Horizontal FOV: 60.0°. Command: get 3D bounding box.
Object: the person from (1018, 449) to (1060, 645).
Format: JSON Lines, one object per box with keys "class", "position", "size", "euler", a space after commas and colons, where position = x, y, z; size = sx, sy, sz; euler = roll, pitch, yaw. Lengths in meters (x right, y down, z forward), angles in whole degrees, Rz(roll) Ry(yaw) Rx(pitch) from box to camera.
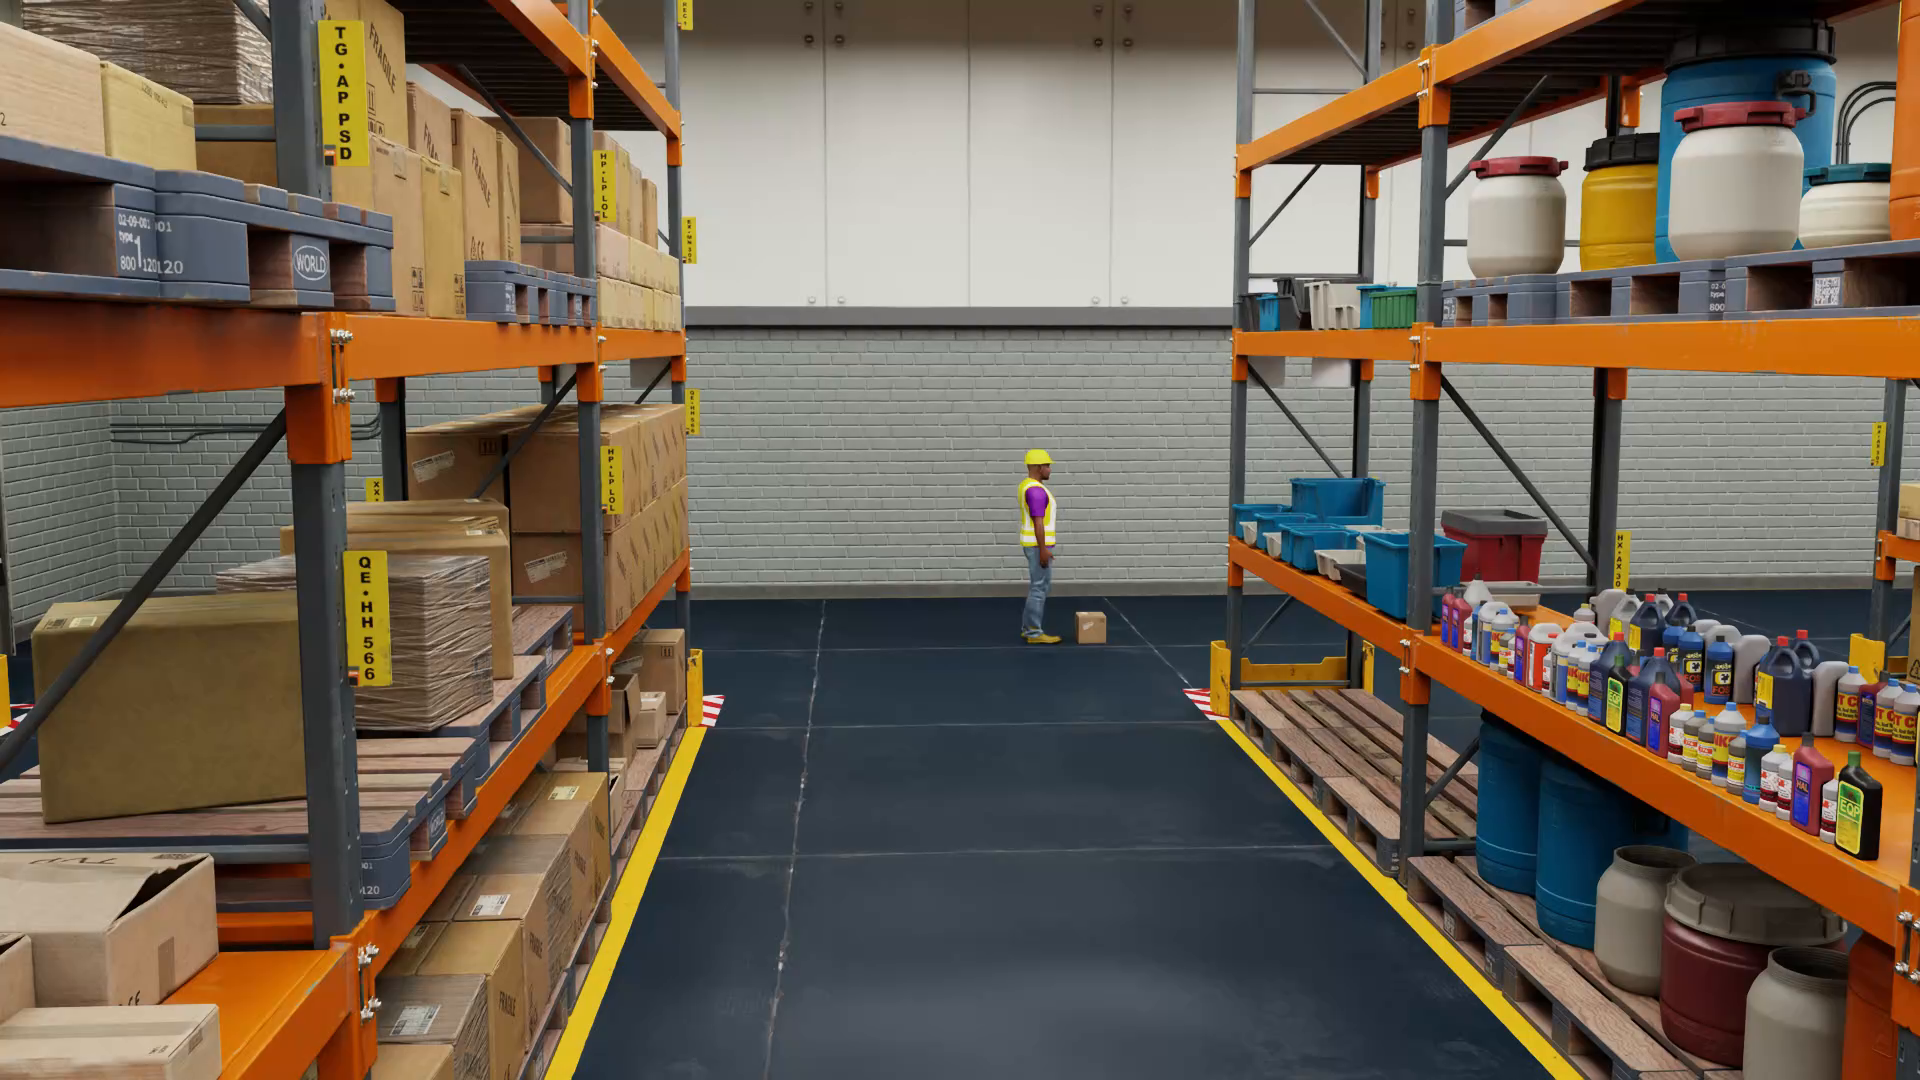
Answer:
{"class": "person", "position": [0.724, 0.081, 15.161], "size": [0.367, 1.815, 0.575], "euler": [-1, 7, -5]}
